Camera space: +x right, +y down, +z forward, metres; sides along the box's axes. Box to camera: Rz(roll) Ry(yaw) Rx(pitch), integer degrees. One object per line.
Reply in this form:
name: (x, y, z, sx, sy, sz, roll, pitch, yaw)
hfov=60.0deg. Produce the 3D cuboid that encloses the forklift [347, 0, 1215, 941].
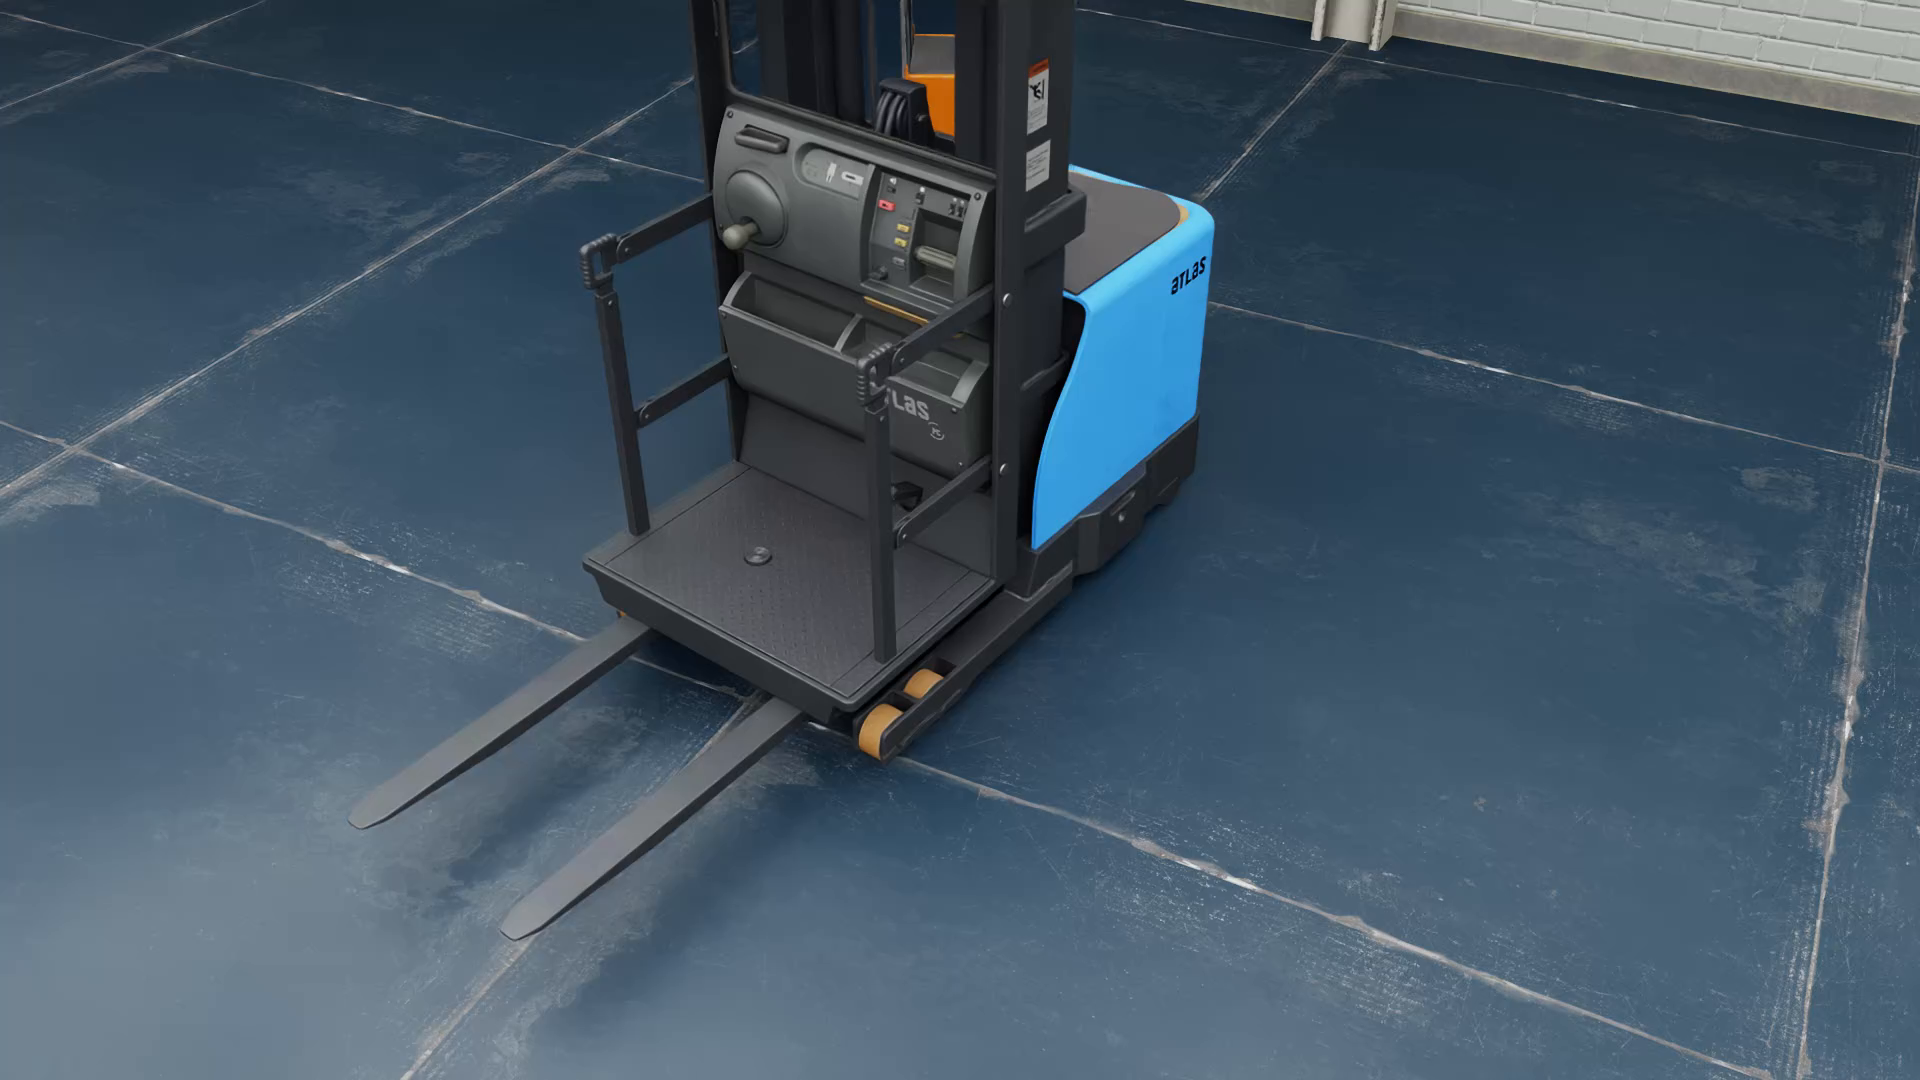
forklift: (-0.446, -0.856, 4.454, 1.130, 2.935, 3.031, 25, 44, 29)

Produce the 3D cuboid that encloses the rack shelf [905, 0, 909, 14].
rack shelf: (0.060, -2.118, 5.668, 0.480, 0.518, 0.431, 1, 37, 1)

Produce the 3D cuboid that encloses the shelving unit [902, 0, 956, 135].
shelving unit: (0.060, -1.571, 6.083, 0.503, 2.100, 0.431, 1, 37, 1)

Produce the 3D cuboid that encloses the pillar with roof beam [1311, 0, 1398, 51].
pillar with roof beam: (0.275, -4.172, 3.803, 0.400, 9.000, 9.100, 17, 41, 21)

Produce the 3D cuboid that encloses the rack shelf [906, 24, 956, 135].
rack shelf: (0.060, -1.560, 6.091, 0.480, 0.518, 0.431, 1, 37, 1)

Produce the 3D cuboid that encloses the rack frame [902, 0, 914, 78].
rack frame: (-0.184, -1.576, 6.089, 0.015, 2.100, 0.400, 1, 37, 1)
